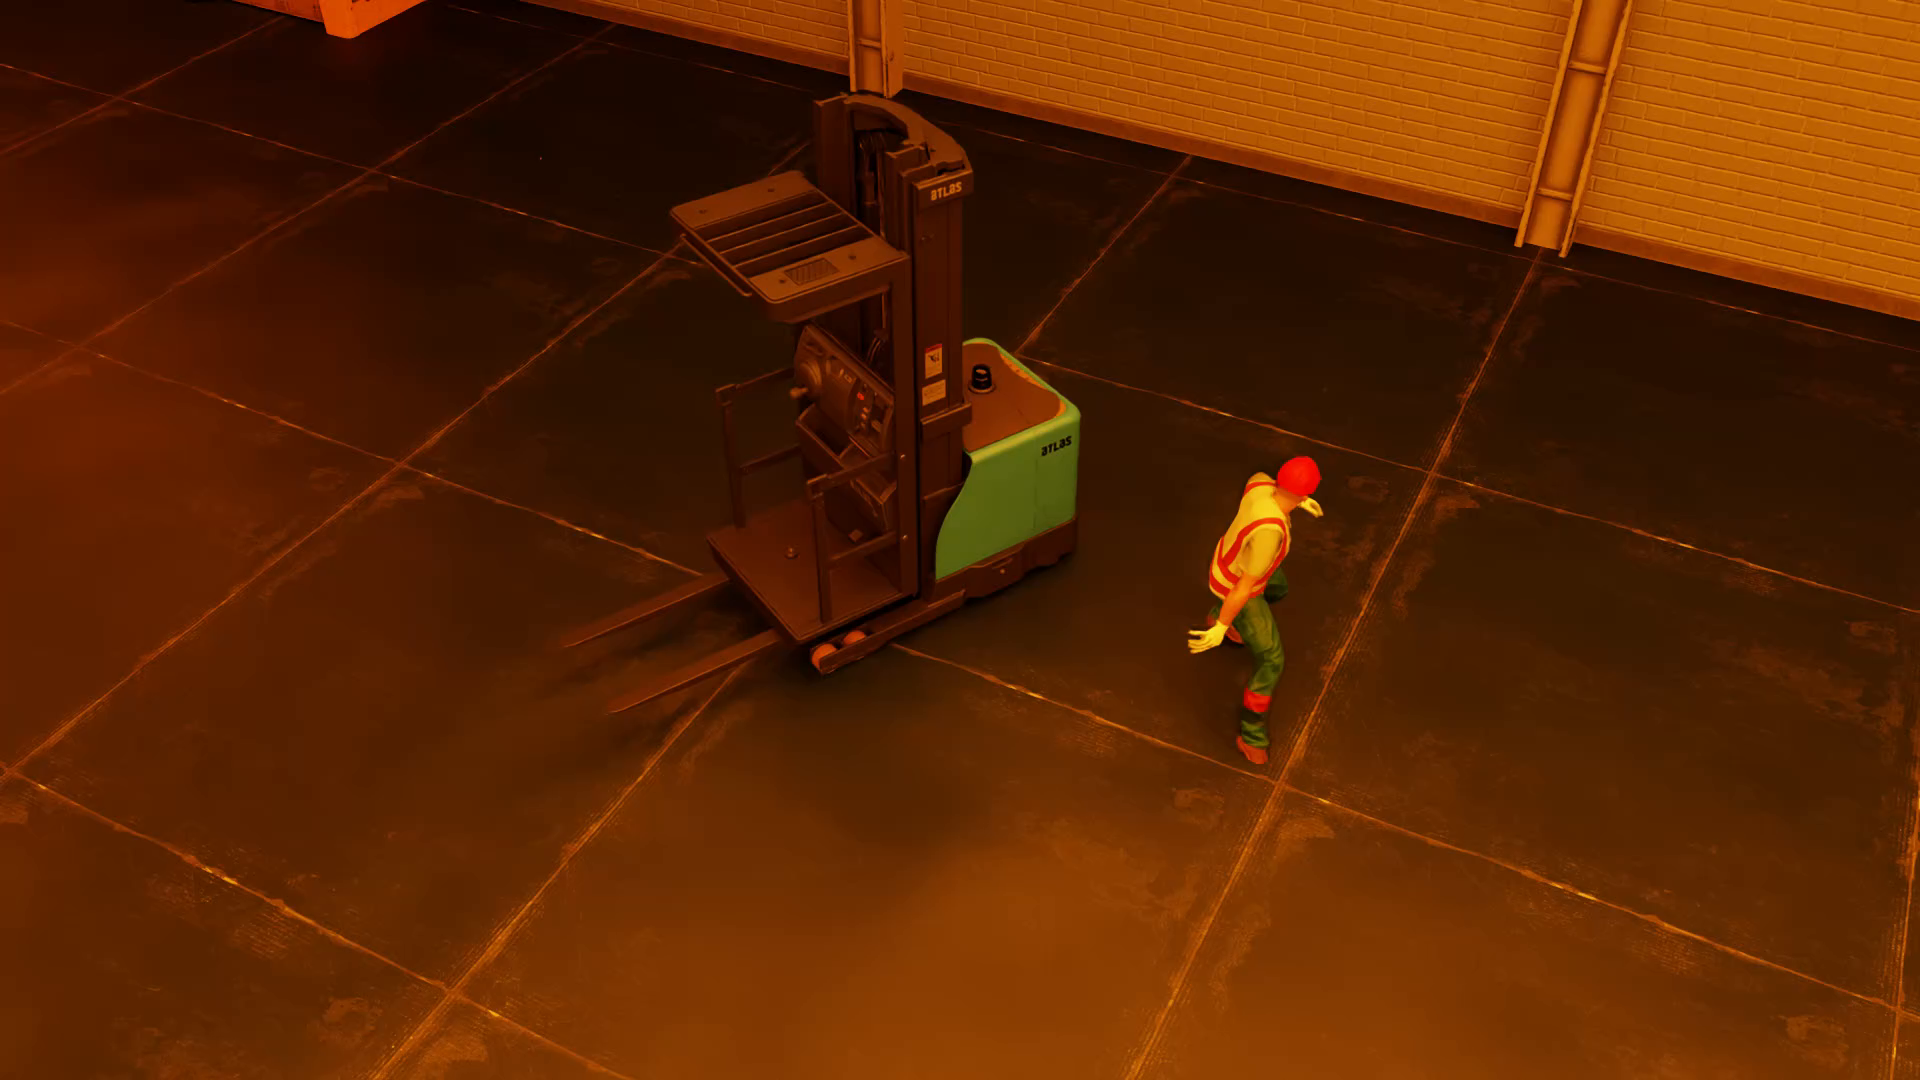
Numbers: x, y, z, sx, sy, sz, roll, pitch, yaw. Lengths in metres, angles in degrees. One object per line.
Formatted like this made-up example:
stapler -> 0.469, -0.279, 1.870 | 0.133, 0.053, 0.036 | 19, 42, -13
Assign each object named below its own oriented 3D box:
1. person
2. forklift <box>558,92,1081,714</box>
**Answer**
person -> 1.551, 0.285, 8.760 | 0.579, 1.732, 1.128 | 9, 41, 11
forklift -> -0.798, -0.759, 8.887 | 3.031, 2.935, 1.130 | -24, 46, -26
